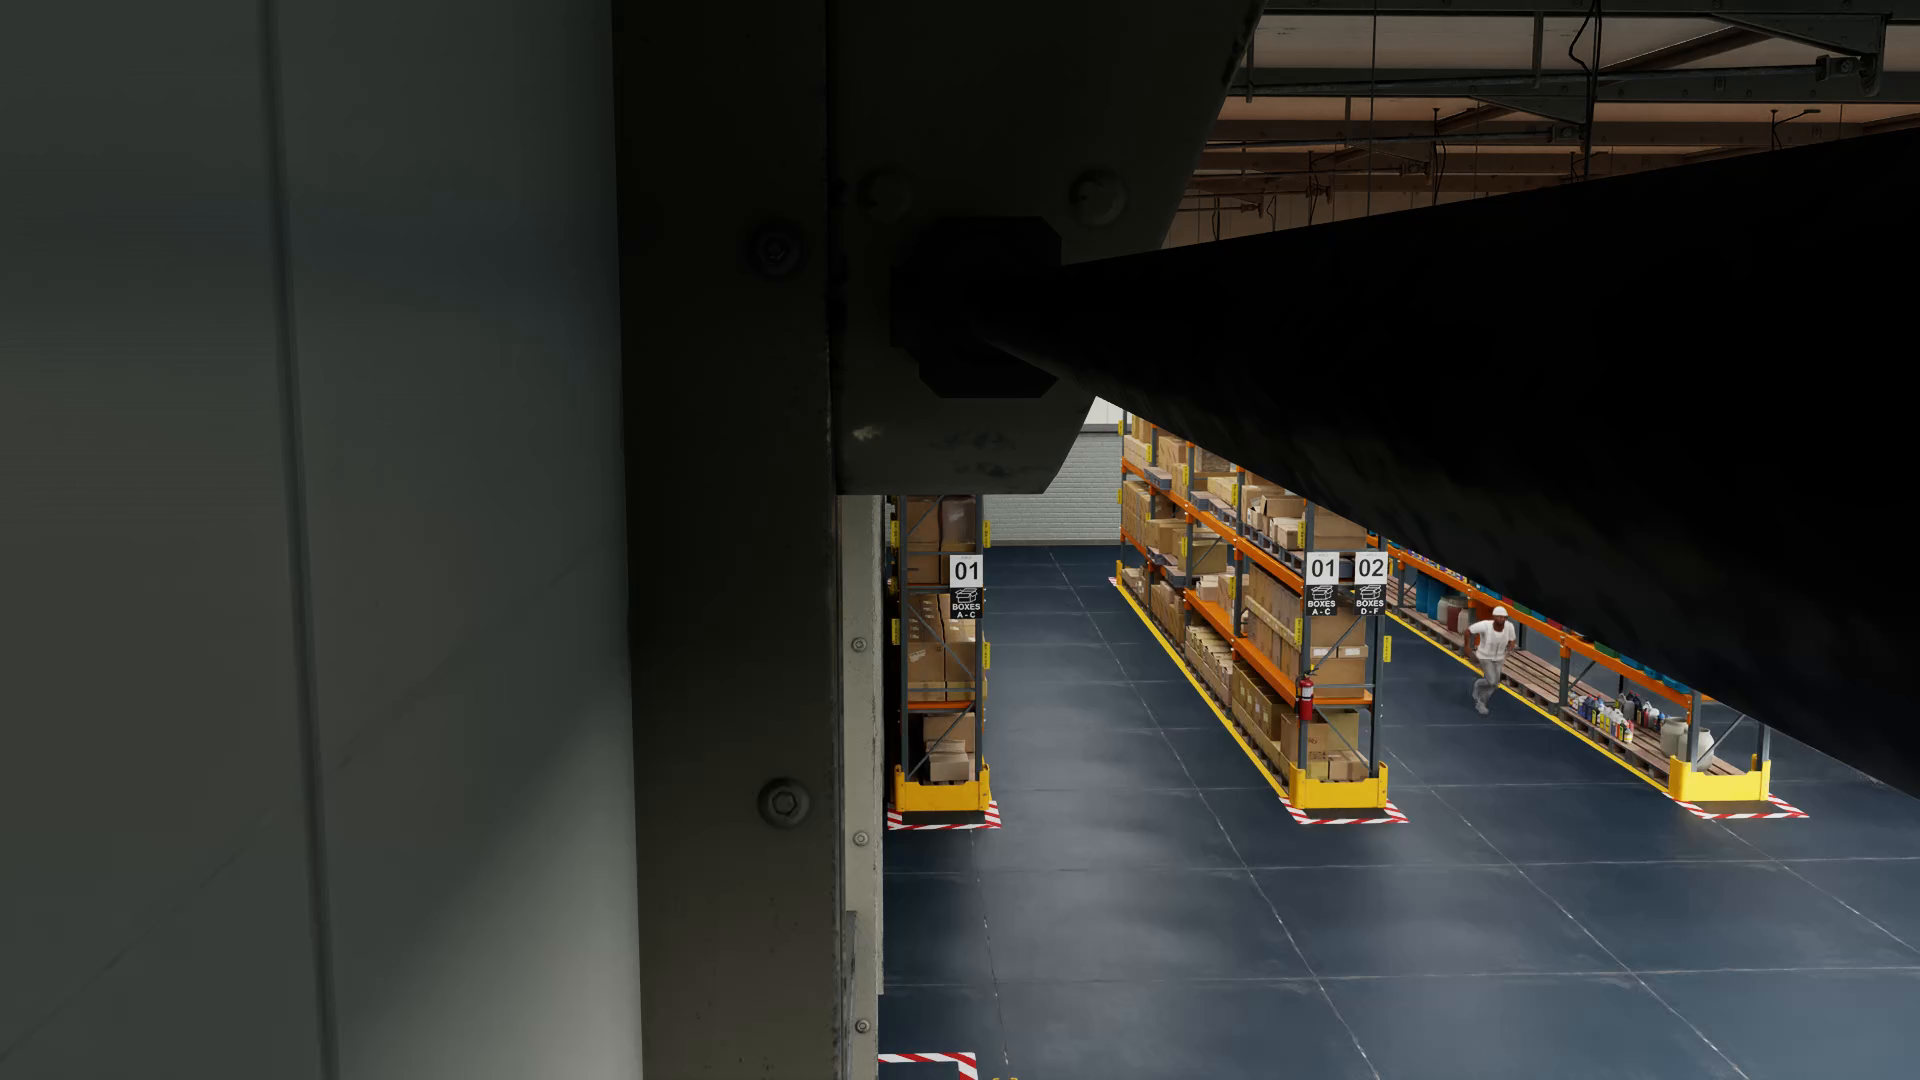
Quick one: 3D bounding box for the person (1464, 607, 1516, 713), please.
[{"bbox_3d":[8.043,1.816,25.099,0.671,1.683,0.714,-2,9,-16],"label":"person"}]
